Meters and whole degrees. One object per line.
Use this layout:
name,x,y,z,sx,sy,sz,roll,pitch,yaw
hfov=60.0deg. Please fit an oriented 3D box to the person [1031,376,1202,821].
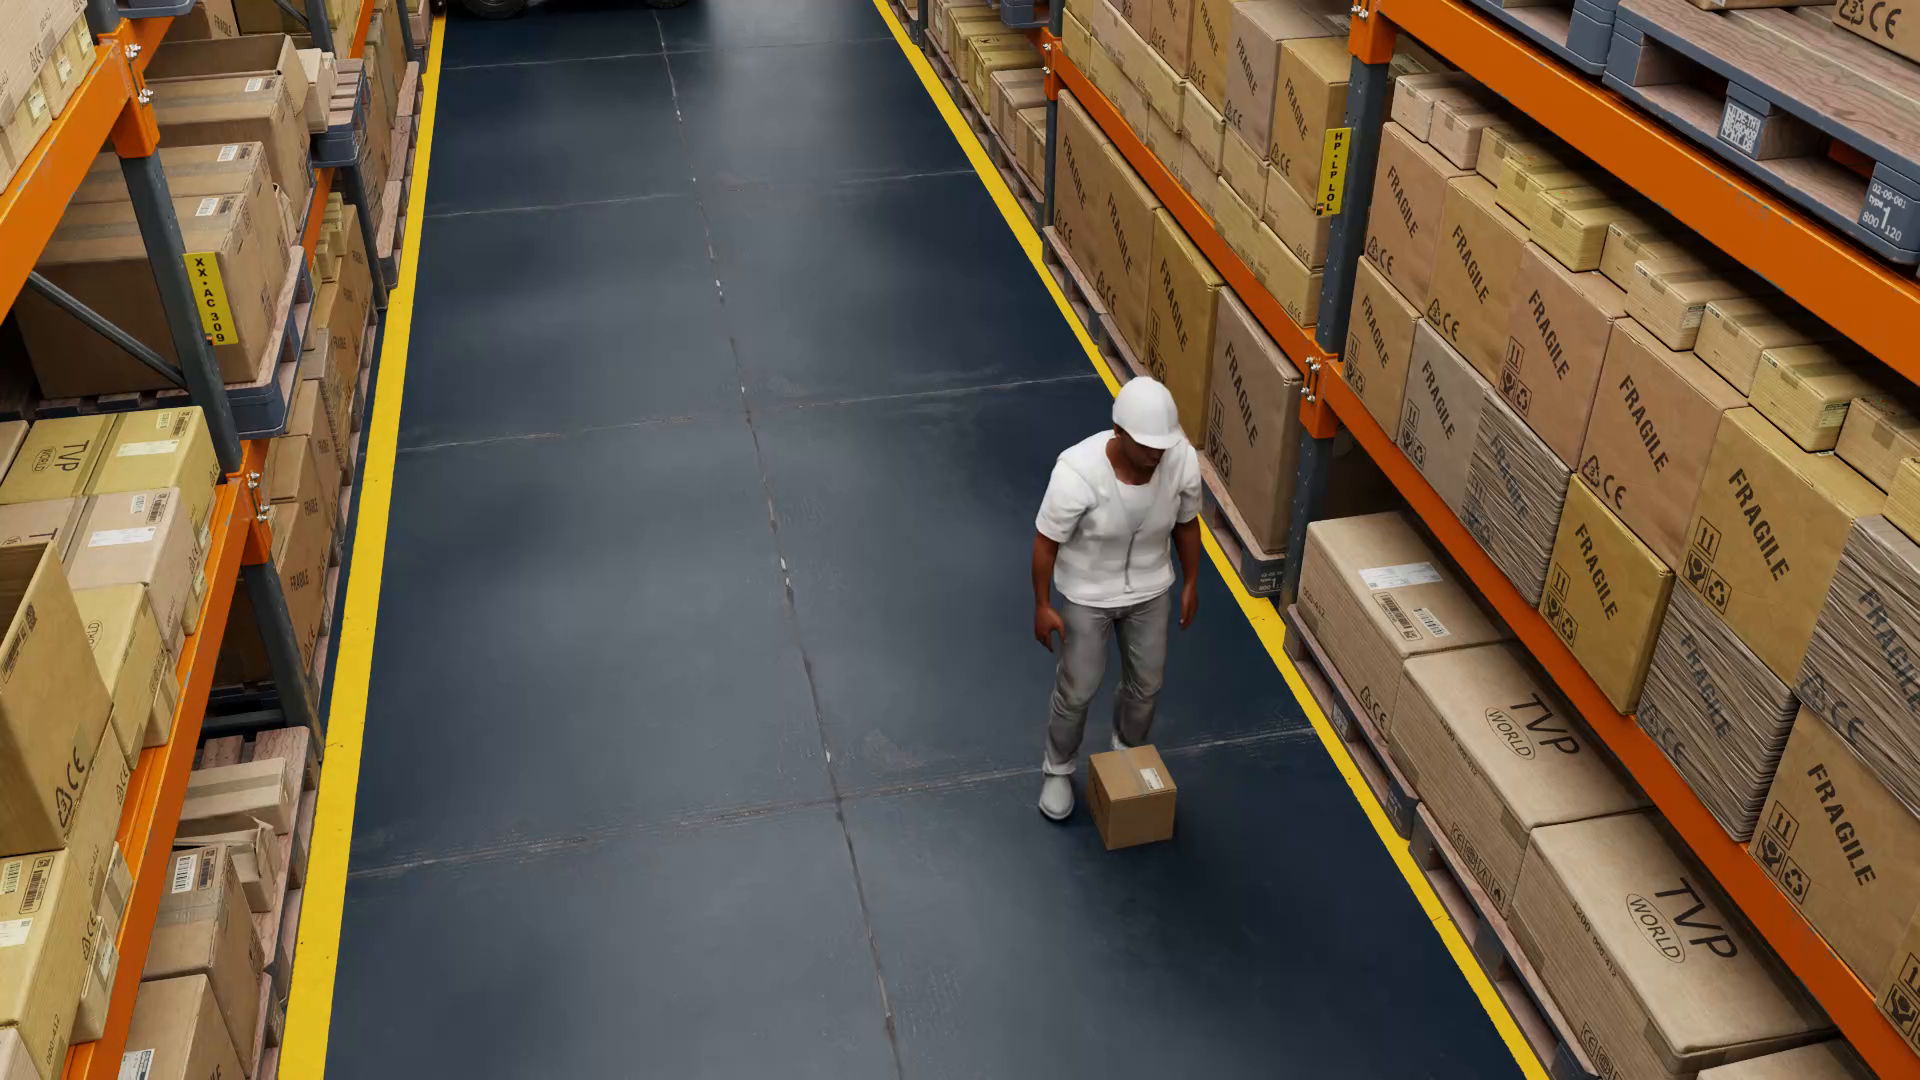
person,0.556,0.195,5.841,0.628,1.759,0.461,-9,35,-13
